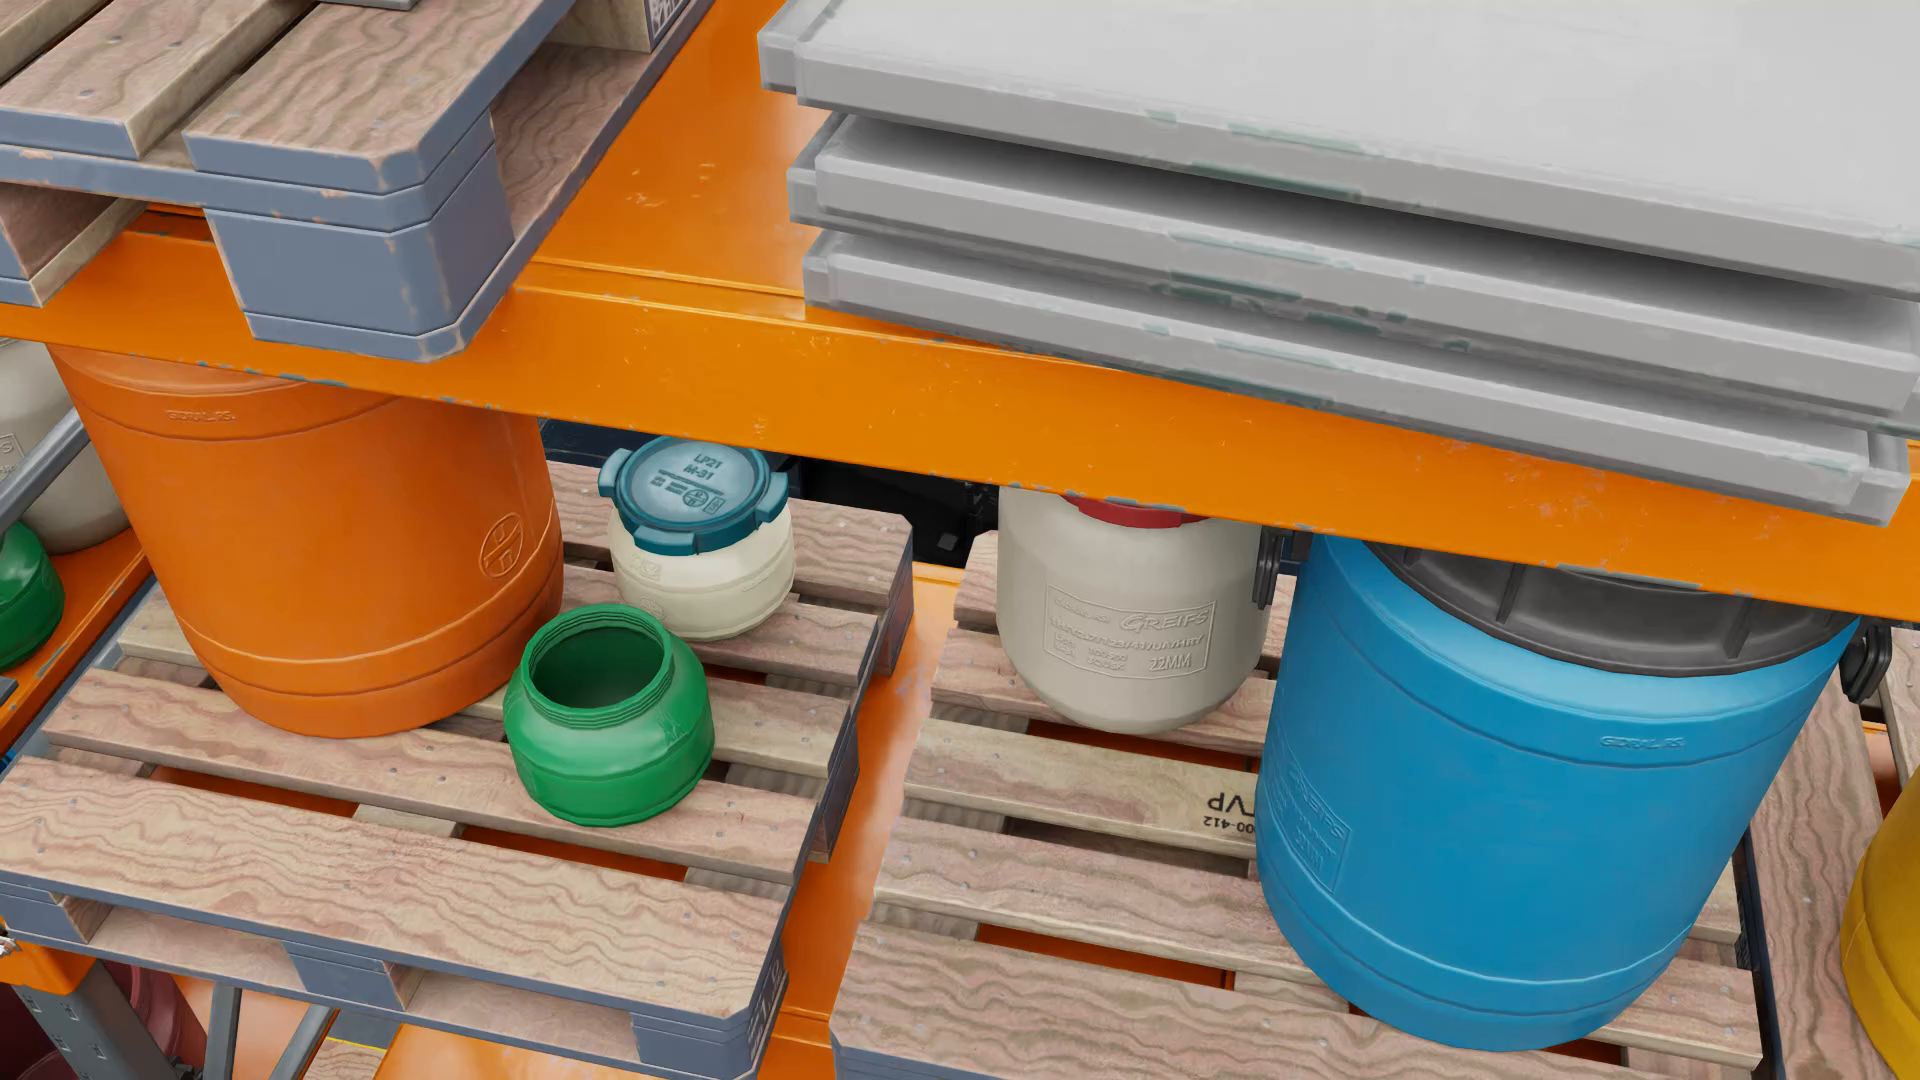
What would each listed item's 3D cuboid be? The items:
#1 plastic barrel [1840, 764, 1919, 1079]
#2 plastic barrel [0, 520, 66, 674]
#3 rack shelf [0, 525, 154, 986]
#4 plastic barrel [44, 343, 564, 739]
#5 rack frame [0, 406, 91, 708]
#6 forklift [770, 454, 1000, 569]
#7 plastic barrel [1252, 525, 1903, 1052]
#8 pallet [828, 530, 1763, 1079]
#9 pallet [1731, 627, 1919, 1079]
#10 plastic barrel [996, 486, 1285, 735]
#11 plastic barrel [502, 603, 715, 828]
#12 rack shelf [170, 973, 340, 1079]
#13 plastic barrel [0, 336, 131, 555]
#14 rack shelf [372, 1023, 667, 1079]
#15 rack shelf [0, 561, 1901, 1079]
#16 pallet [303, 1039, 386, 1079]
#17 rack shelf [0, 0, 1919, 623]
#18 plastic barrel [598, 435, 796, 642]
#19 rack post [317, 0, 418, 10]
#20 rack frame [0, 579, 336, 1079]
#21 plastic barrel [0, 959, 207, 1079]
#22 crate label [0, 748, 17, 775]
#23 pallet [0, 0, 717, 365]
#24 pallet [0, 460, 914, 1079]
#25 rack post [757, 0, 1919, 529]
[{"bbox_3d":[1.472,0.418,2.011,0.600,0.588,0.600,0,44,0],"label":"plastic barrel"},{"bbox_3d":[-1.749,0.086,2.907,0.294,0.245,0.294,0,44,0],"label":"plastic barrel"},{"bbox_3d":[-3.448,-0.011,3.414,4.000,0.370,1.077,9,45,9],"label":"rack shelf"},{"bbox_3d":[-0.943,-0.186,2.464,0.708,0.830,0.600,9,45,9],"label":"plastic barrel"},{"bbox_3d":[-1.496,-1.048,1.810,0.127,3.000,1.000,9,45,9],"label":"rack frame"},{"bbox_3d":[-0.264,-0.615,5.735,1.130,2.935,3.031,20,47,20],"label":"forklift"},{"bbox_3d":[0.708,0.151,2.062,0.708,0.901,0.600,9,45,9],"label":"plastic barrel"},{"bbox_3d":[0.513,0.484,2.517,1.213,0.211,1.003,9,45,9],"label":"pallet"},{"bbox_3d":[1.621,0.654,2.341,1.003,0.211,1.213,9,45,9],"label":"pallet"},{"bbox_3d":[0.267,-0.001,2.485,0.433,0.535,0.433,0,44,0],"label":"plastic barrel"},{"bbox_3d":[-0.513,0.253,2.430,0.294,0.245,0.294,0,44,0],"label":"plastic barrel"},{"bbox_3d":[-3.448,1.070,4.455,4.000,0.370,1.077,9,45,9],"label":"rack shelf"},{"bbox_3d":[-1.733,-0.262,3.076,0.421,0.512,0.421,0,44,0],"label":"plastic barrel"},{"bbox_3d":[0.455,1.675,3.825,4.000,0.370,1.077,9,45,9],"label":"rack shelf"},{"bbox_3d":[0.455,0.595,2.785,4.000,0.370,1.077,9,45,9],"label":"rack shelf"},{"bbox_3d":[-2.244,1.974,5.007,1.213,0.211,1.003,9,45,9],"label":"pallet"},{"bbox_3d":[0.455,-0.342,1.884,4.000,0.370,1.077,9,45,9],"label":"rack shelf"},{"bbox_3d":[-0.418,-0.006,2.687,0.301,0.262,0.301,0,44,0],"label":"plastic barrel"},{"bbox_3d":[-0.780,-0.939,1.751,0.937,0.300,0.954,9,45,9],"label":"rack post"},{"bbox_3d":[-1.496,1.113,3.890,0.127,3.000,1.000,9,45,9],"label":"rack frame"},{"bbox_3d":[-2.015,1.199,3.703,0.708,0.536,0.600,9,45,9],"label":"plastic barrel"},{"bbox_3d":[-2.407,0.767,4.225,0.616,0.435,0.502,9,45,9],"label":"crate label"},{"bbox_3d":[-0.799,-0.706,1.879,1.003,0.211,1.213,9,45,9],"label":"pallet"},{"bbox_3d":[-0.771,0.283,2.727,1.213,0.211,1.003,9,45,9],"label":"pallet"},{"bbox_3d":[0.404,-0.483,1.583,0.954,0.300,0.937,13,45,13],"label":"rack post"}]
